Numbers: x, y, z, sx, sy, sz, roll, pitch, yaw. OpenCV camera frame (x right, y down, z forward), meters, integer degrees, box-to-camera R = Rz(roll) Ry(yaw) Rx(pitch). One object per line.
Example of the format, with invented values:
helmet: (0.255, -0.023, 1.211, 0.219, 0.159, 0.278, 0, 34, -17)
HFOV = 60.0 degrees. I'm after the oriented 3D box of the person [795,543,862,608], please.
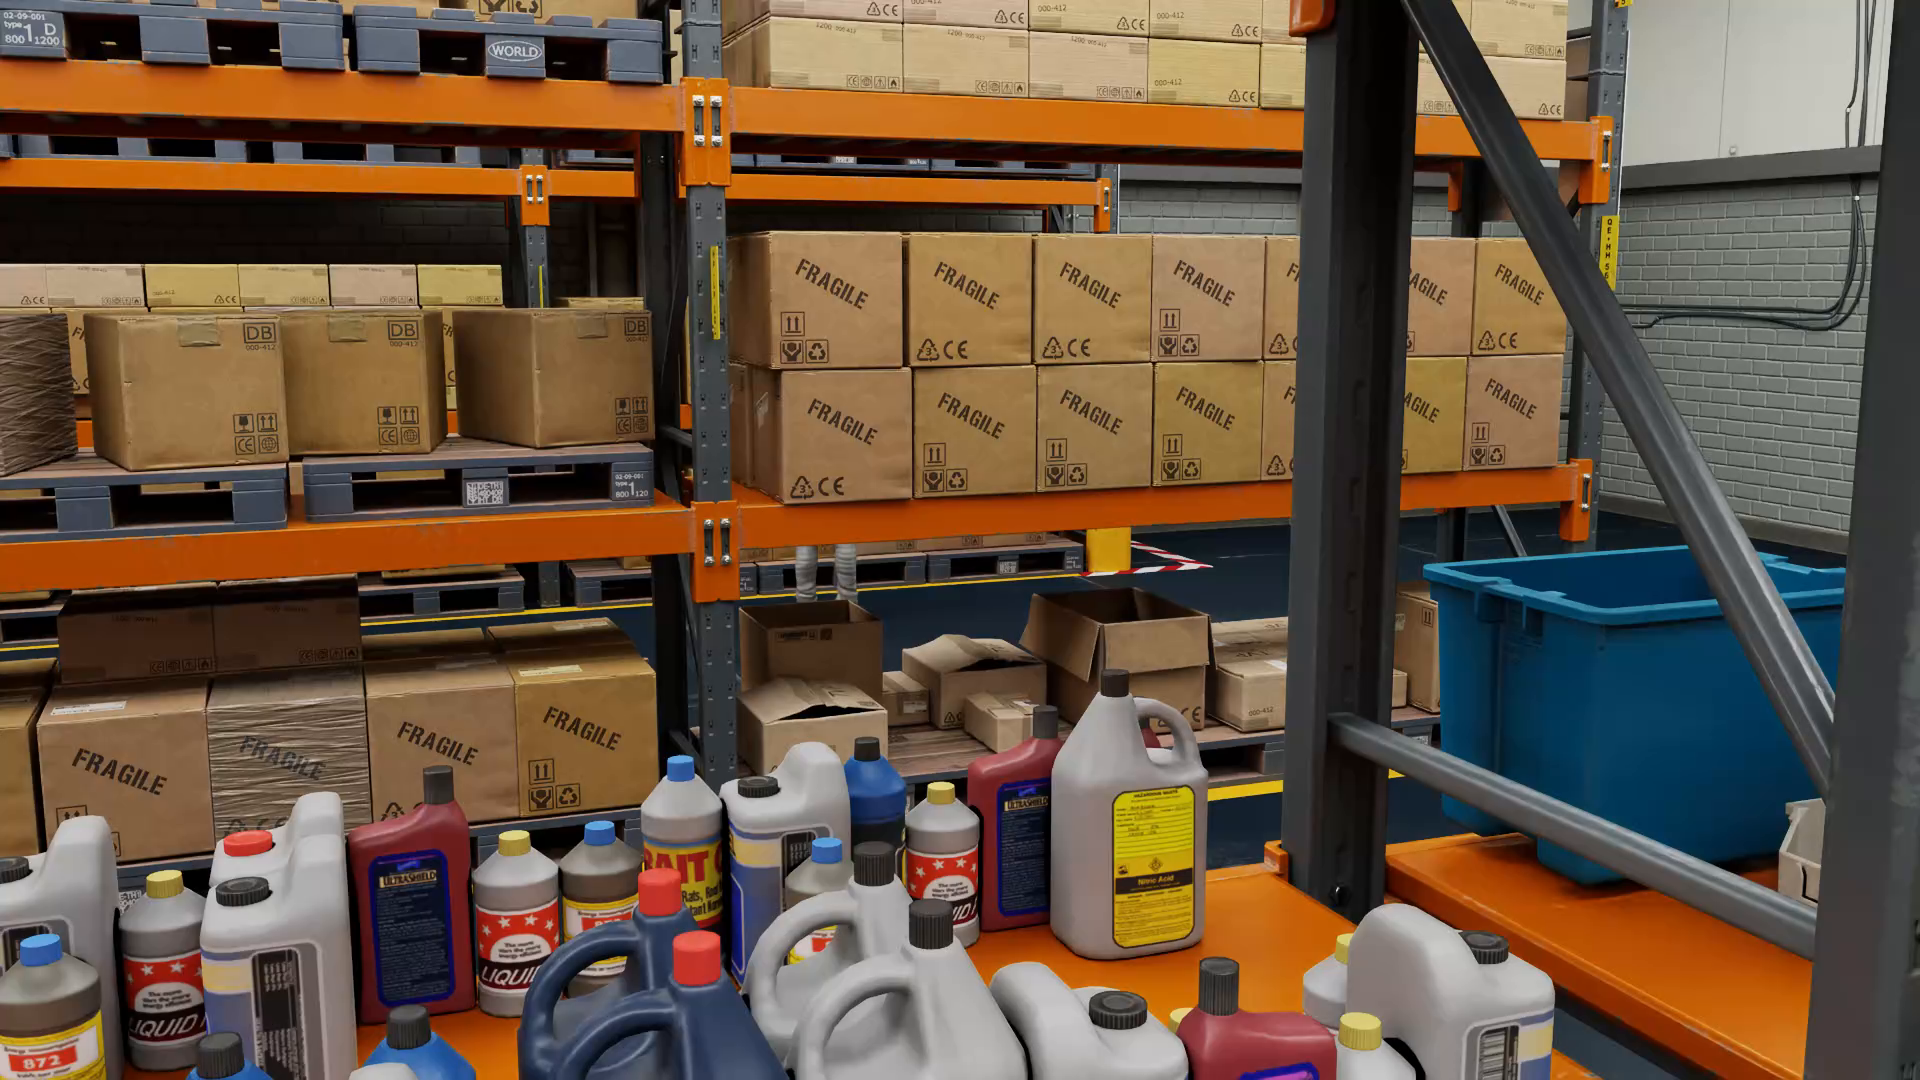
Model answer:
person: (-0.848, -0.328, 10.423, 0.478, 1.669, 0.387, 0, 9, -2)
